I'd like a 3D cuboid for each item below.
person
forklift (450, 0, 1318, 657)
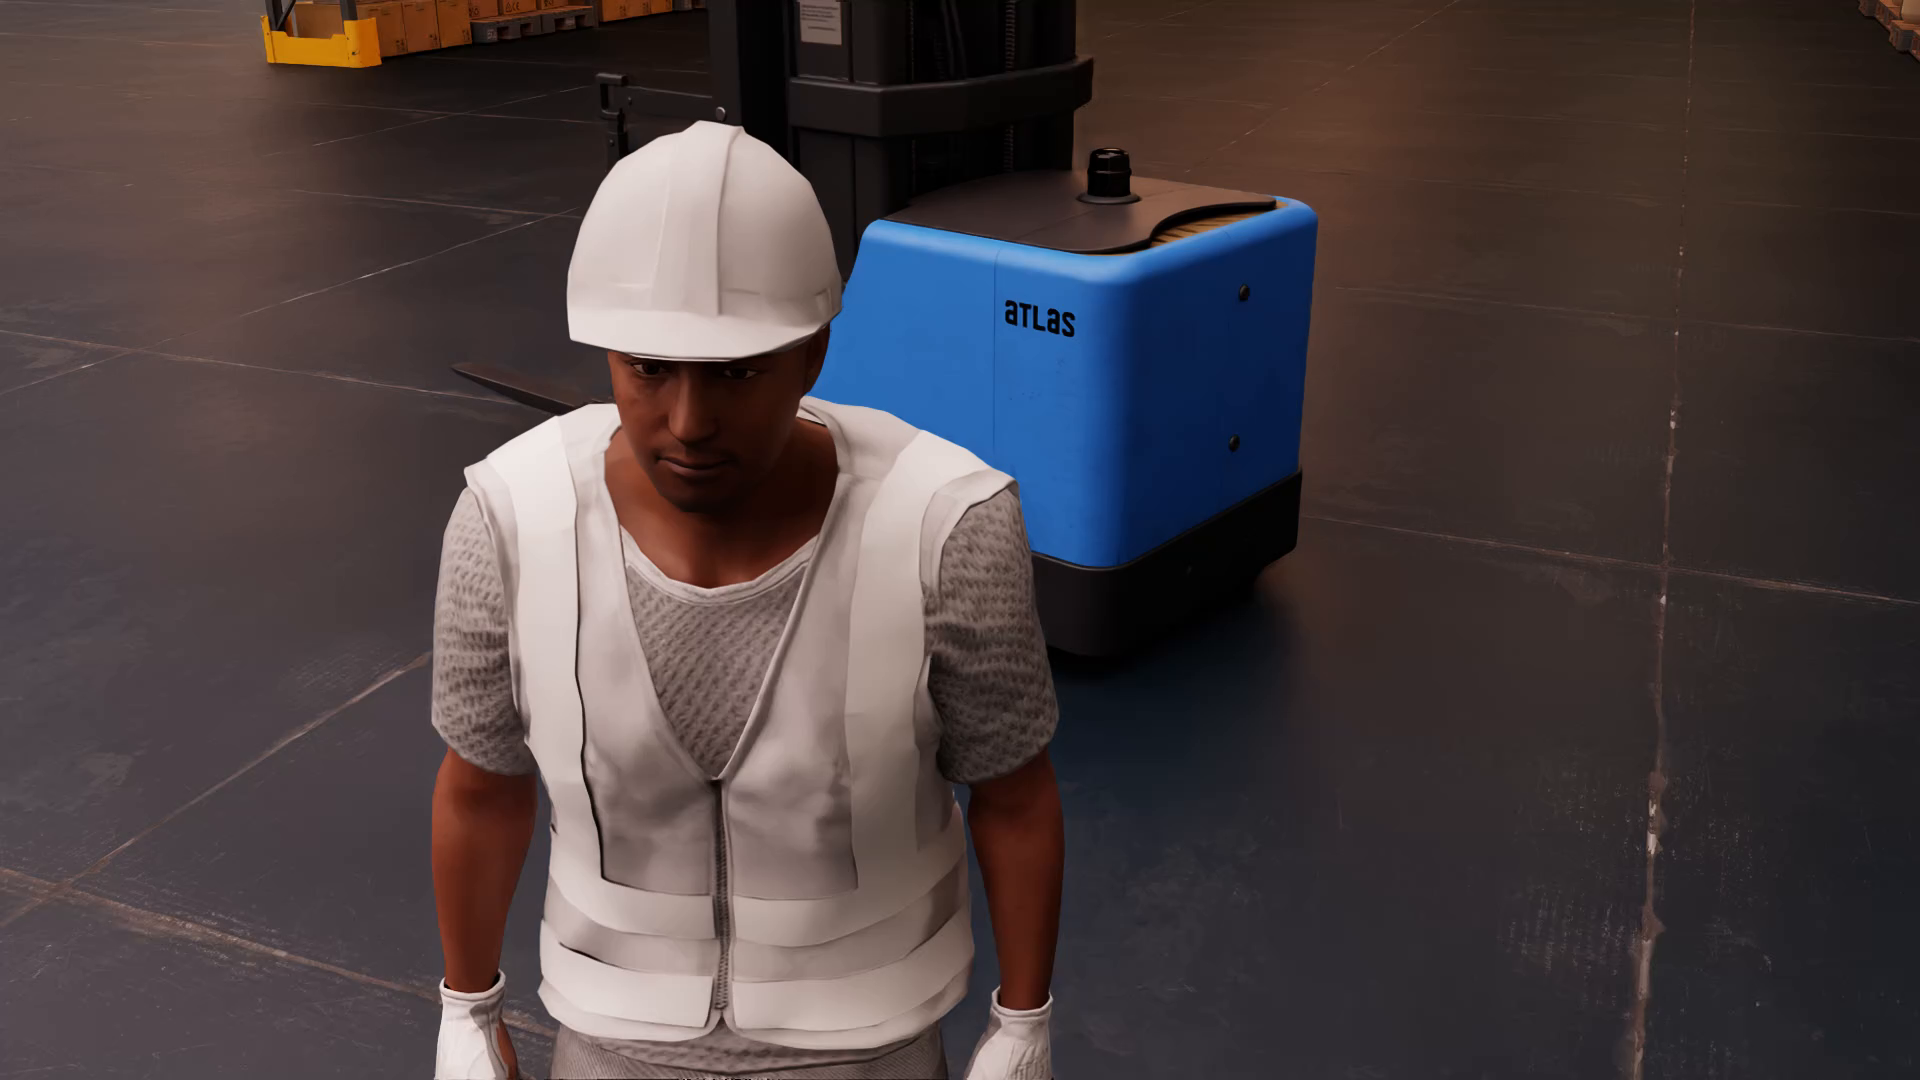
[{"bbox_3d":[-0.211,0.484,1.640,0.618,1.773,0.442,1,23,4],"label":"person"},{"bbox_3d":[-0.471,-1.502,4.886,3.031,2.935,1.130,18,28,36],"label":"forklift"}]
